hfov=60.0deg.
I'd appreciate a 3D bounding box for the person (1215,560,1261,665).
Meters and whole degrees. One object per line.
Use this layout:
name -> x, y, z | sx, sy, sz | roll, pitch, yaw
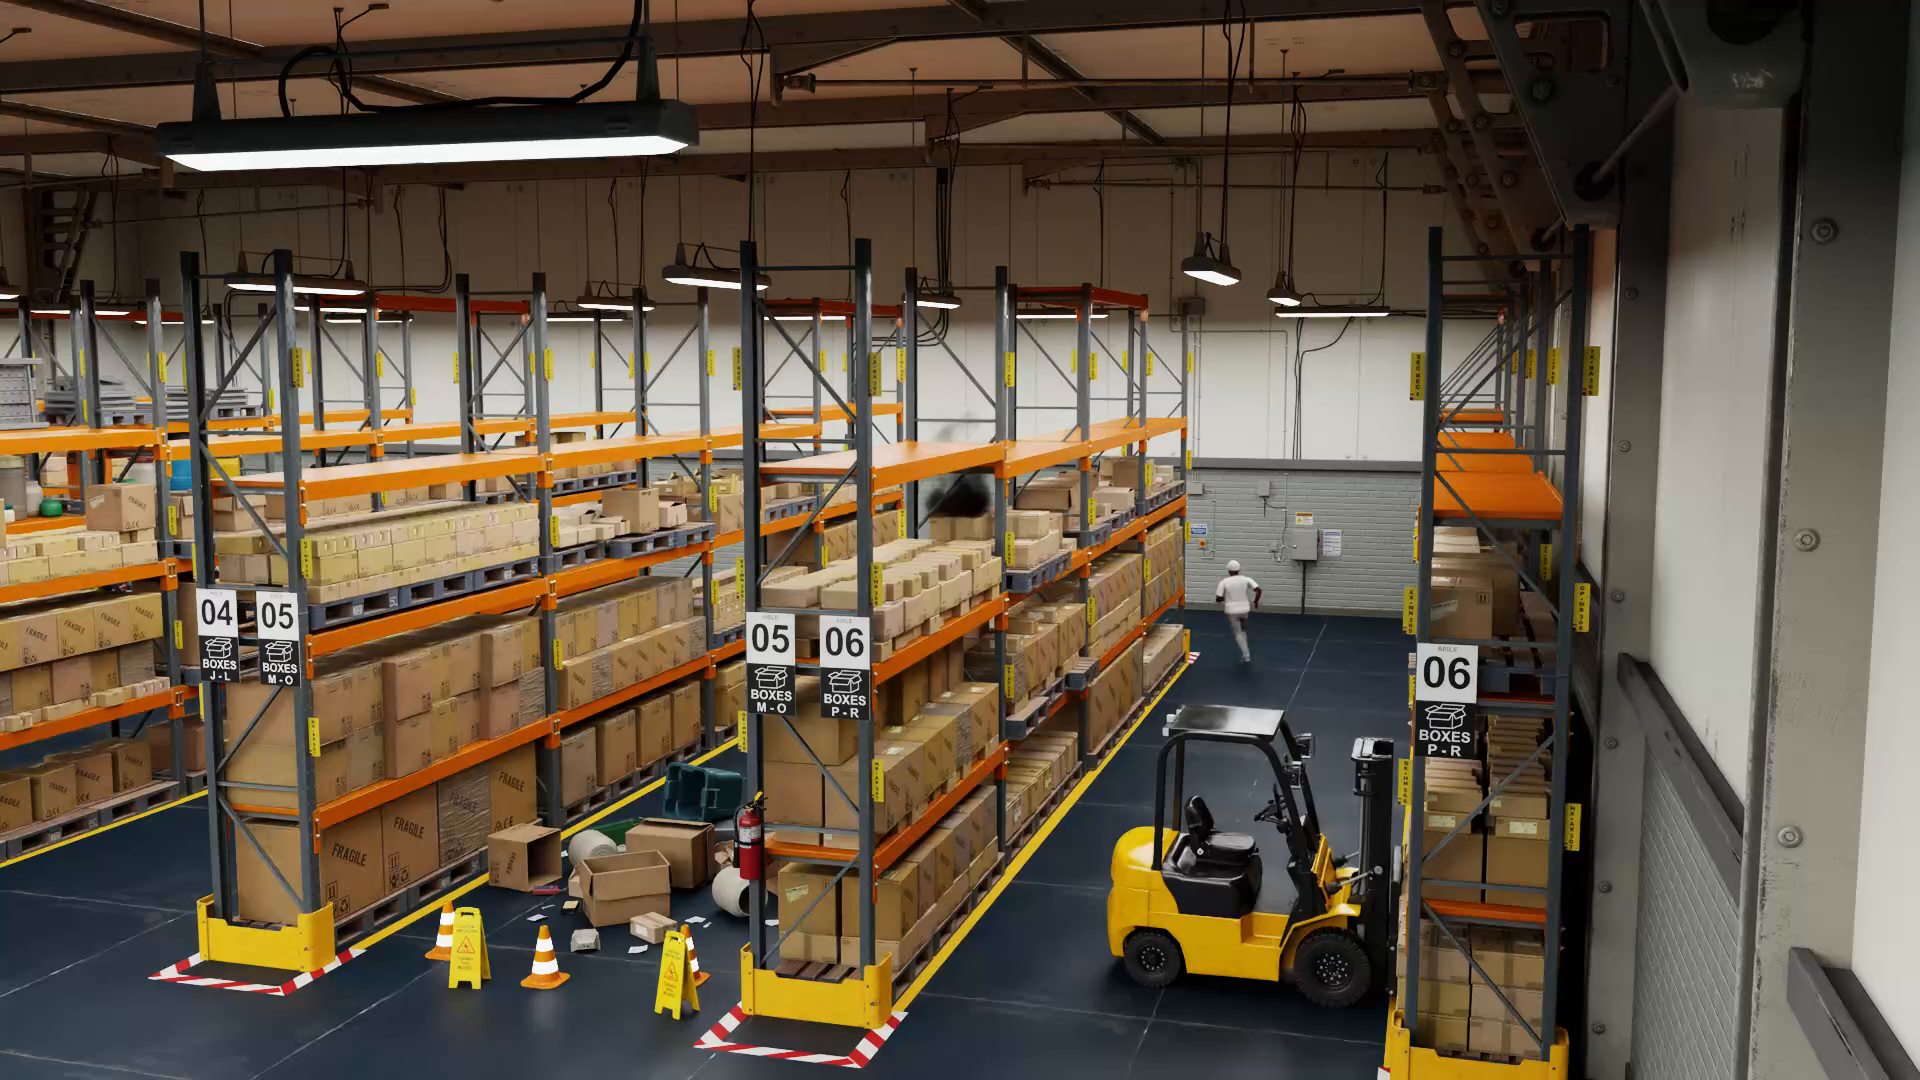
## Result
person -> 4.576, 1.234, 27.515 | 0.711, 1.799, 0.867 | -1, 6, -10
